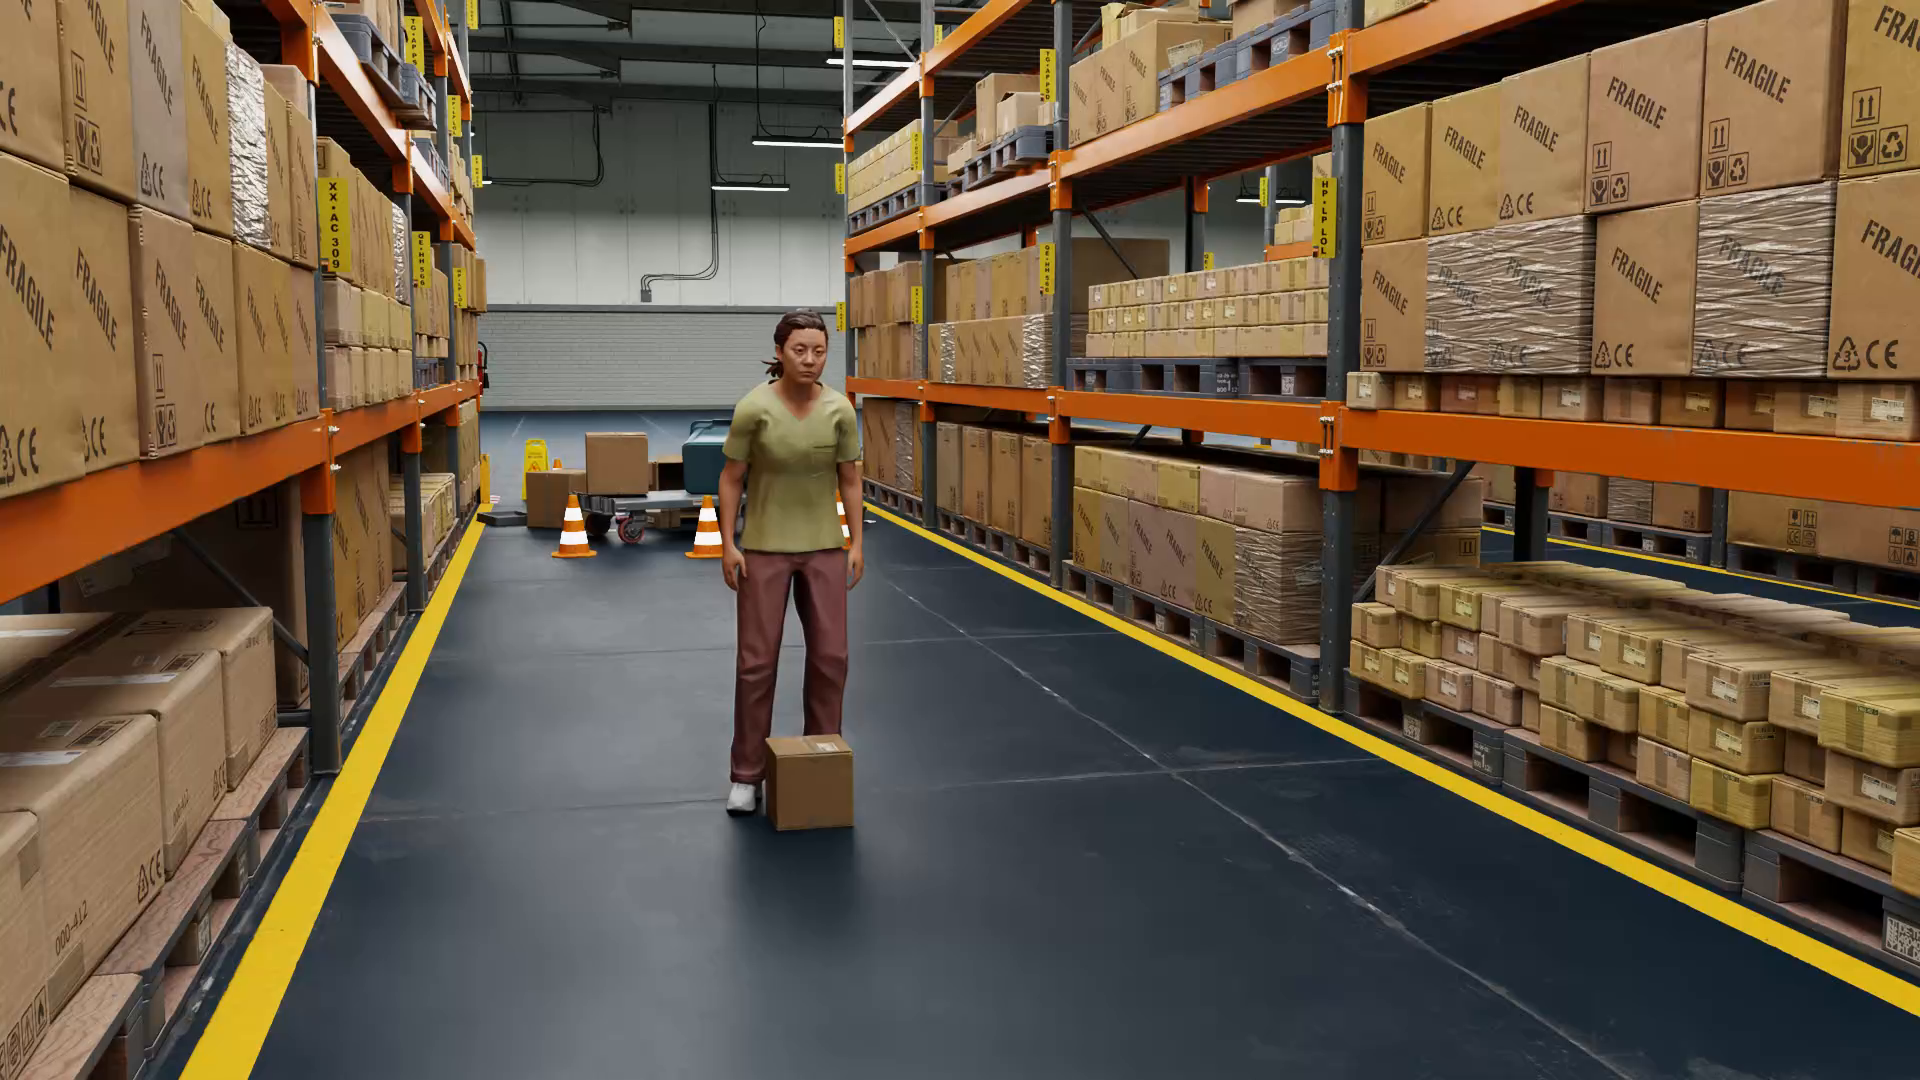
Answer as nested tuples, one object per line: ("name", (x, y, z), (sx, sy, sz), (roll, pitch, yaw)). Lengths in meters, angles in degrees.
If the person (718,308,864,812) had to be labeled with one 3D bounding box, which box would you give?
("person", (-0.560, 0.059, 5.606), (0.512, 1.671, 0.364), (-2, 6, -17))
